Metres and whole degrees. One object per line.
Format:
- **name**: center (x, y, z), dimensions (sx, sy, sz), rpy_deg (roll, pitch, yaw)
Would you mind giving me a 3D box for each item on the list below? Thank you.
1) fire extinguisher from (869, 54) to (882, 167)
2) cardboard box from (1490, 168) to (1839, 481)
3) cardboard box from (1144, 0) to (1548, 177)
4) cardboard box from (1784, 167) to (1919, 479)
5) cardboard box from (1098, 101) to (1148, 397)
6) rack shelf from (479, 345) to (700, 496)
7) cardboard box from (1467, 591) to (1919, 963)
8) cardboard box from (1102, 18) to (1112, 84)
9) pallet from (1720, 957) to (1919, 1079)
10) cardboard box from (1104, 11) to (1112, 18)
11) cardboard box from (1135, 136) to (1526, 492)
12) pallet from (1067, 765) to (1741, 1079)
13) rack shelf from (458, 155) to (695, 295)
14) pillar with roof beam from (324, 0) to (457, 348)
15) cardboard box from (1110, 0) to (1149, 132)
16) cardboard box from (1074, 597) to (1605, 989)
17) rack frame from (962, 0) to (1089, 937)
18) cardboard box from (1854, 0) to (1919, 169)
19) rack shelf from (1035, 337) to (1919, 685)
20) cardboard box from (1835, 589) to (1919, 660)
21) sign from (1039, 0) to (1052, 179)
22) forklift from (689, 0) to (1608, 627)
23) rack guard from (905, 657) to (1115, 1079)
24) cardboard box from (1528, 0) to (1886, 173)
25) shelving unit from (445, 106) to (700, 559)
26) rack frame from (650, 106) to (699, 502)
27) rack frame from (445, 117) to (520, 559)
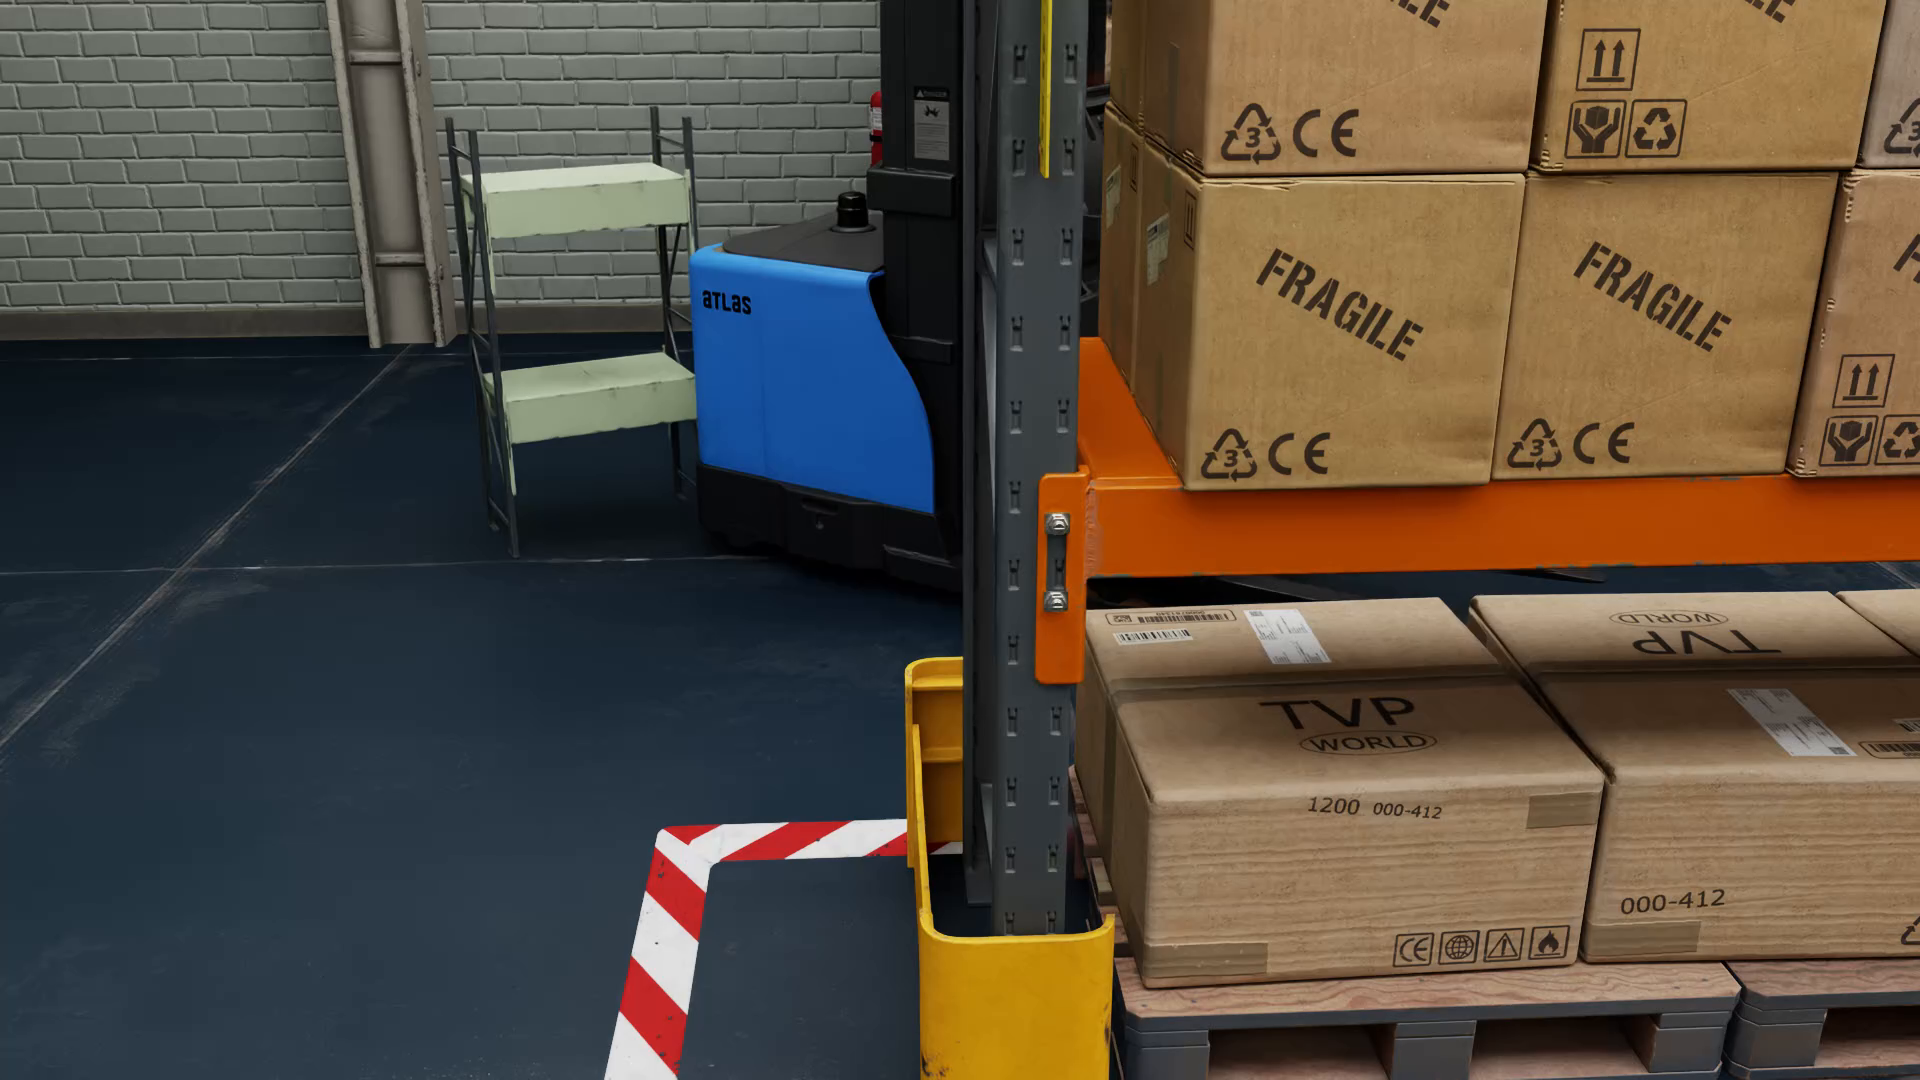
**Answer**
- **fire extinguisher**: center (-0.310, -1.833, 7.353), dimensions (0.183, 0.674, 0.296), rpy_deg (-1, 21, -3)
- **cardboard box**: center (1.096, -0.422, 2.874), dimensions (0.500, 0.500, 0.500), rpy_deg (-1, 21, -4)
- **cardboard box**: center (0.593, -0.870, 2.645), dimensions (0.500, 0.500, 0.500), rpy_deg (-2, 21, -4)
- **cardboard box**: center (1.605, -0.426, 2.884), dimensions (0.500, 0.500, 0.500), rpy_deg (-1, 21, -3)
- **cardboard box**: center (0.564, -0.598, 3.336), dimensions (0.500, 0.500, 0.500), rpy_deg (-1, 21, -3)
- **rack shelf**: center (-1.353, -0.453, 6.118), dimensions (0.720, 0.370, 0.431), rpy_deg (-11, 23, -26)
- **cardboard box**: center (1.664, 0.483, 3.647), dimensions (0.875, 0.438, 0.875), rpy_deg (-1, 21, -2)
- **cardboard box**: center (0.782, -2.203, 7.486), dimensions (0.500, 0.250, 0.500), rpy_deg (-1, 21, -2)
- **pallet**: center (2.106, 0.788, 3.755), dimensions (1.213, 0.211, 1.003), rpy_deg (-1, 21, -3)
- **cardboard box**: center (0.769, -2.393, 7.984), dimensions (0.500, 0.250, 0.500), rpy_deg (-1, 21, -3)
- **cardboard box**: center (0.593, -0.402, 2.821), dimensions (0.500, 0.500, 0.500), rpy_deg (-1, 21, -3)
- **pallet**: center (0.891, 0.812, 3.693), dimensions (1.213, 0.211, 1.003), rpy_deg (-1, 21, -3)
- **rack shelf**: center (-1.353, -1.122, 5.863), dimensions (0.720, 0.370, 0.431), rpy_deg (-11, 23, -26)
- **pillar with roof beam**: center (-2.687, -3.751, 3.325), dimensions (0.400, 9.000, 9.100), rpy_deg (-1, 21, -3)
- **cardboard box**: center (0.565, -1.056, 3.133), dimensions (0.500, 0.500, 0.500), rpy_deg (0, 21, -1)
- **cardboard box**: center (0.751, 0.505, 3.590), dimensions (0.875, 0.438, 0.875), rpy_deg (-2, 21, -5)
- **rack frame**: center (0.097, -0.448, 3.081), dimensions (0.127, 3.000, 1.000), rpy_deg (-1, 21, -3)
- **cardboard box**: center (1.622, -0.896, 2.714), dimensions (0.500, 0.500, 0.500), rpy_deg (-1, 21, -3)
- **rack shelf**: center (2.094, -0.152, 3.315), dimensions (4.000, 0.370, 1.077), rpy_deg (-1, 21, -3)
- **cardboard box**: center (2.564, 0.465, 3.694), dimensions (0.875, 0.438, 0.875), rpy_deg (-2, 21, -5)
- **sign**: center (0.123, -0.692, 2.394), dimensions (0.005, 0.325, 0.100), rpy_deg (-1, 21, -3)
- **forklift**: center (0.566, -1.233, 5.241), dimensions (3.031, 2.935, 1.130), rpy_deg (13, 24, 30)
- **rack guard**: center (0.073, 0.721, 3.524), dimensions (0.348, 0.500, 1.175), rpy_deg (-1, 21, -3)
- **cardboard box**: center (1.108, -0.883, 2.679), dimensions (0.500, 0.500, 0.500), rpy_deg (-2, 21, -5)
- **shelving unit**: center (-1.353, -0.757, 6.002), dimensions (0.755, 1.500, 0.431), rpy_deg (-11, 23, -26)
- **rack frame**: center (-1.028, -0.818, 6.161), dimensions (0.023, 1.500, 0.400), rpy_deg (-11, 23, -26)
- **rack frame**: center (-1.677, -0.697, 5.844), dimensions (0.023, 1.500, 0.400), rpy_deg (-11, 23, -26)
